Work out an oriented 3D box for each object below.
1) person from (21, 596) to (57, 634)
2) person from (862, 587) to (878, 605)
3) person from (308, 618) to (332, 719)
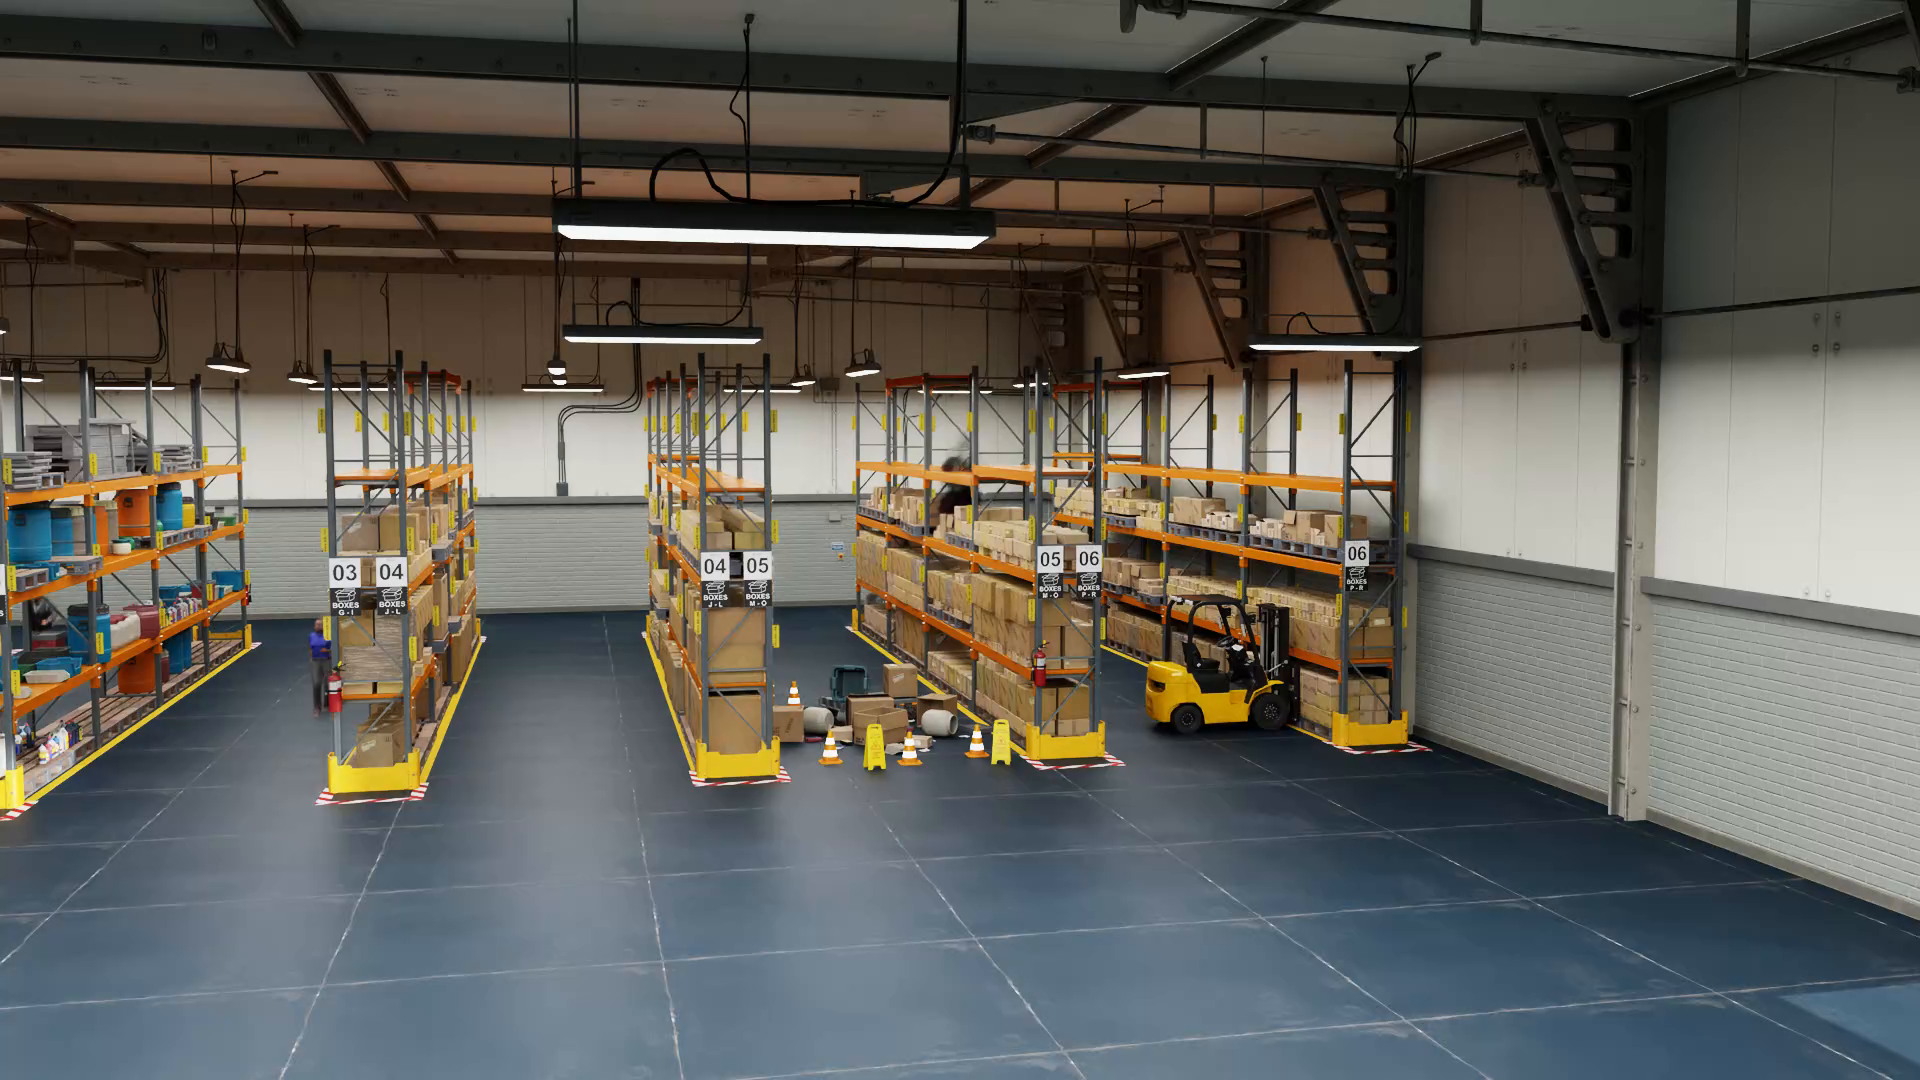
[{"bbox_3d":[-18.555,1.829,33.509,0.657,1.686,0.708,-1,4,-18],"label":"person"},{"bbox_3d":[-2.159,1.308,41.770,0.735,1.642,0.636,0,4,0],"label":"person"},{"bbox_3d":[-10.969,2.188,28.675,0.556,1.704,0.828,-1,4,-11],"label":"person"}]
